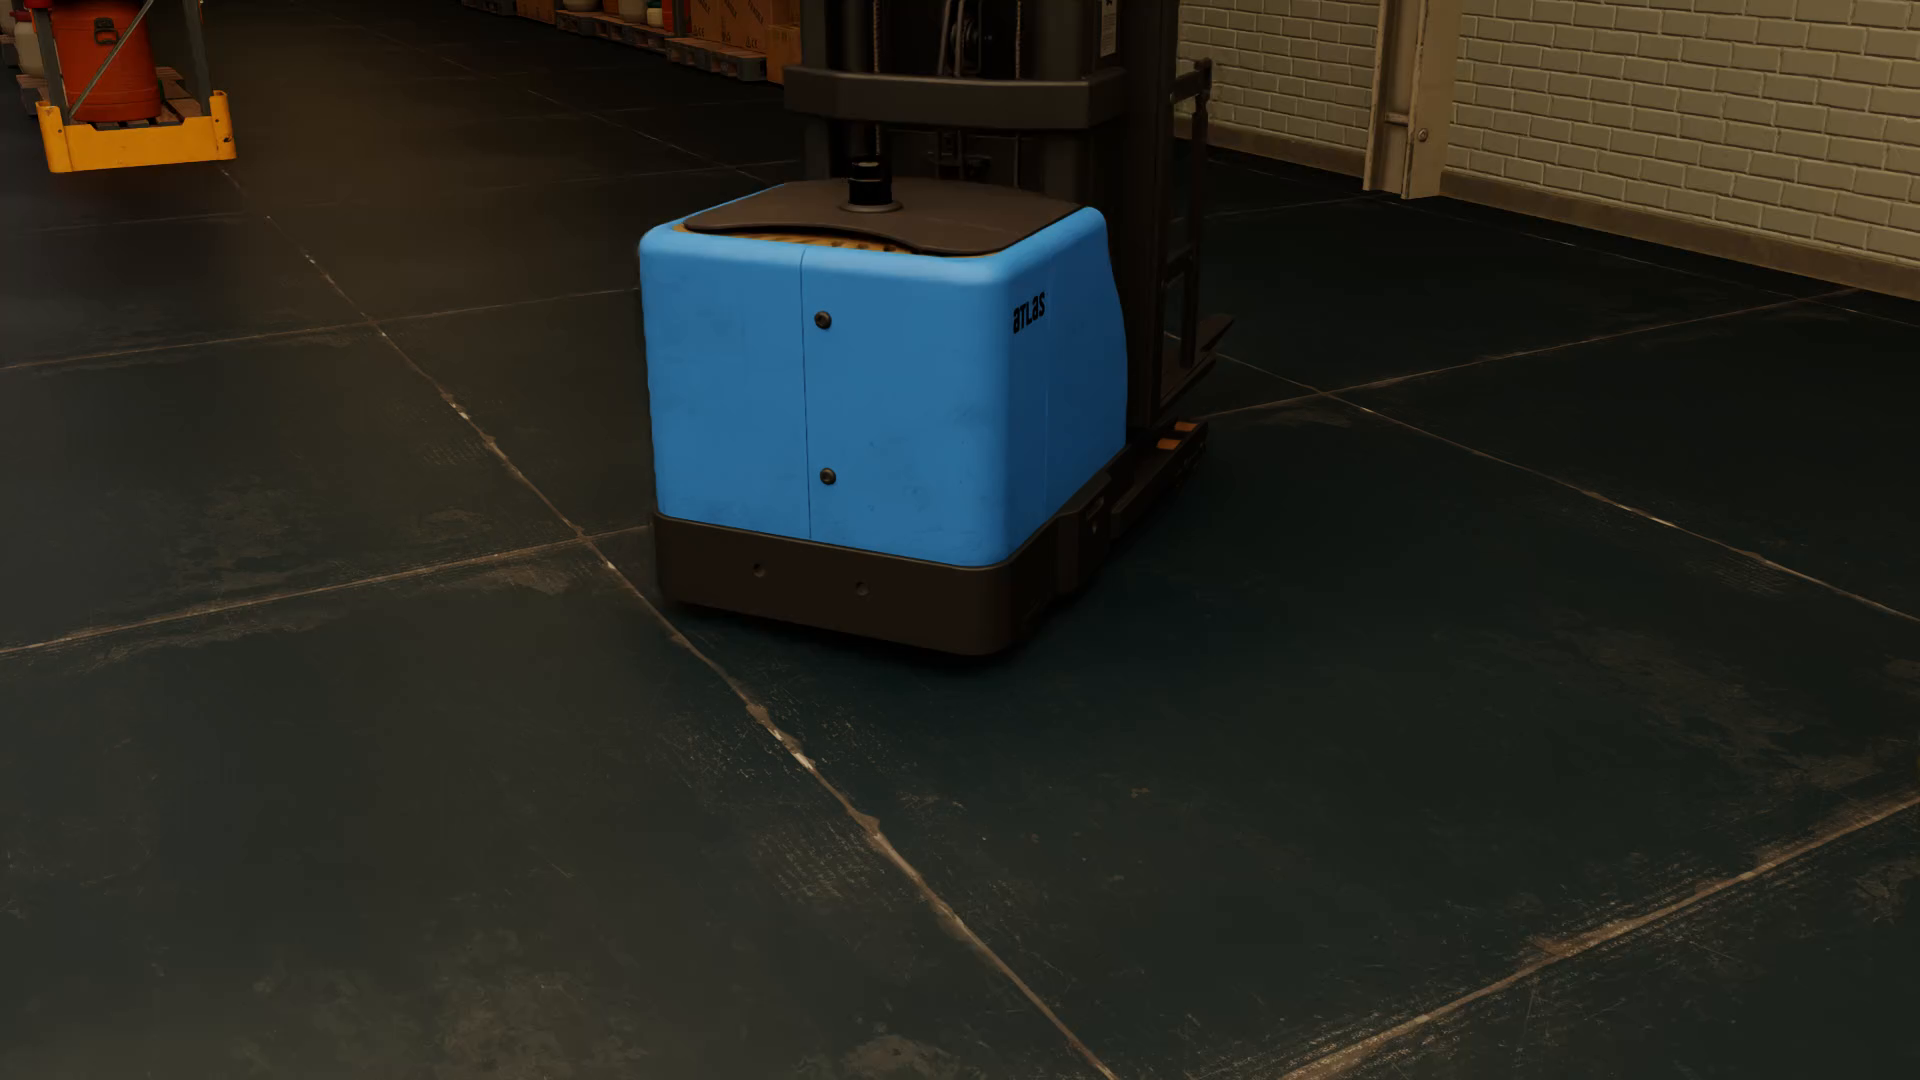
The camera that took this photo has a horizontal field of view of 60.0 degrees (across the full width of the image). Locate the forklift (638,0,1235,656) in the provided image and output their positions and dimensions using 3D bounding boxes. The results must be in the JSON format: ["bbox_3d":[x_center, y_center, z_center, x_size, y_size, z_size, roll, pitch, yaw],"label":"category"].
[{"bbox_3d":[0.207,-1.588,5.144,1.130,2.935,3.031,9,24,21],"label":"forklift"}]
